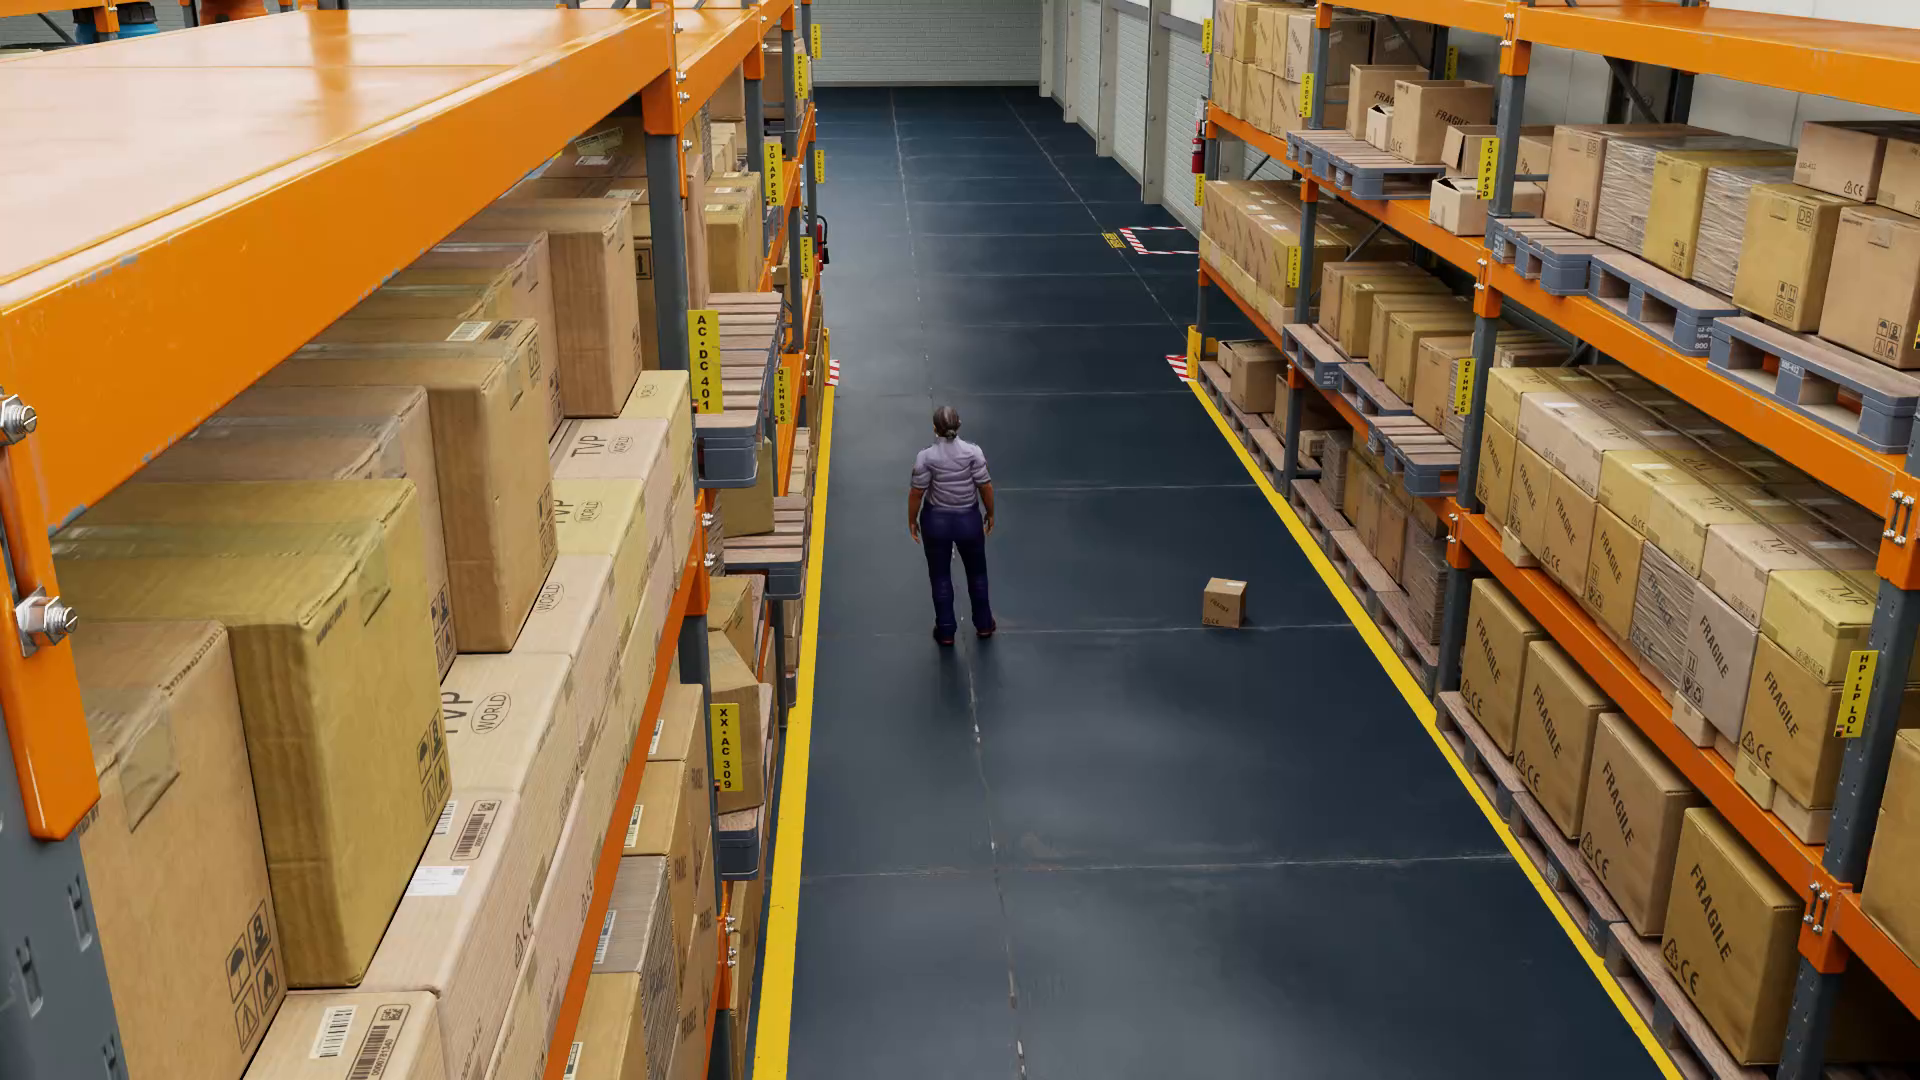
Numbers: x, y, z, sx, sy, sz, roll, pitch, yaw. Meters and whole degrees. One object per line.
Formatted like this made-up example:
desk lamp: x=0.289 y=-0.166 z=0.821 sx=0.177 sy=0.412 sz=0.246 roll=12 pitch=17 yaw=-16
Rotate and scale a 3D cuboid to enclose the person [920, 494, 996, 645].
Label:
person: x=-0.006 y=0.167 z=11.007 sx=0.525 sy=1.029 sz=0.500 roll=-1 pitch=21 yaw=-4
